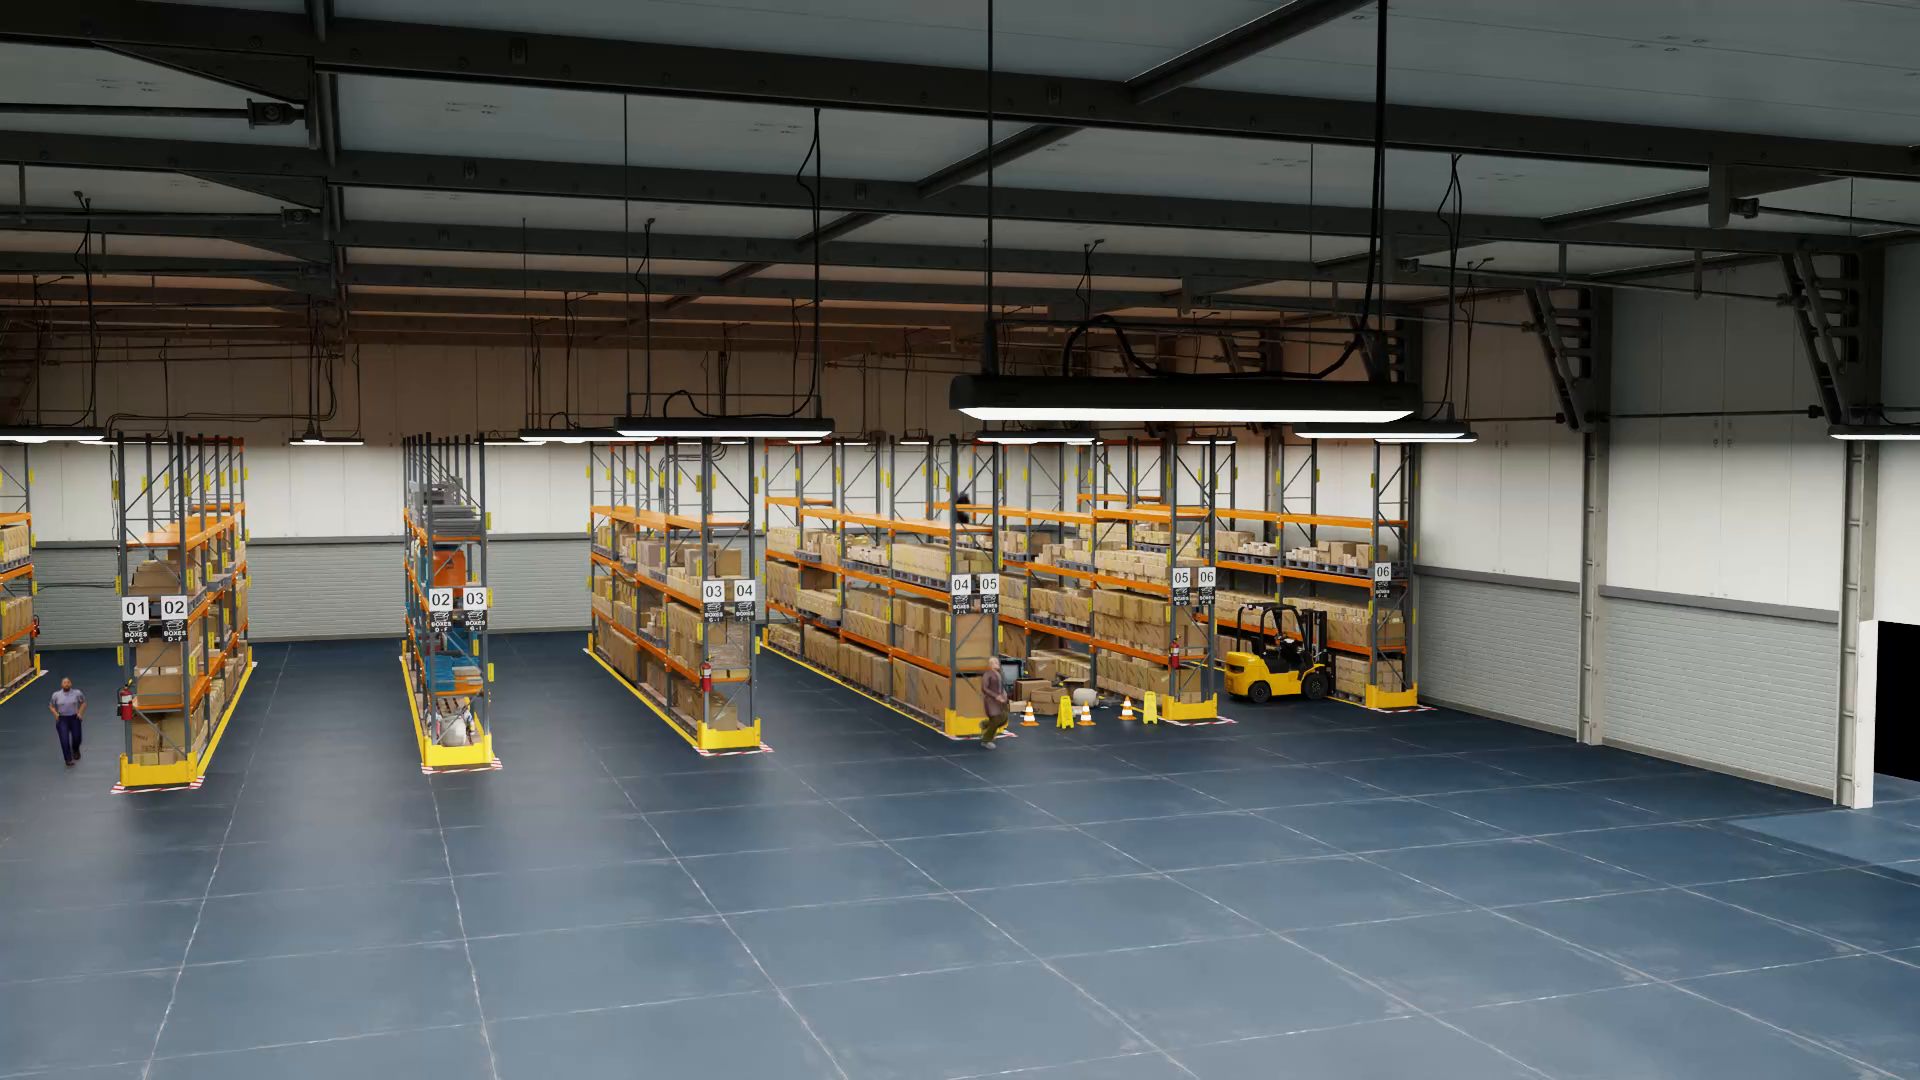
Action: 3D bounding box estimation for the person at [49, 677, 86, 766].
[{"bbox_3d":[-16.055,3.261,29.939,0.586,1.601,0.544,-2,4,-30],"label":"person"}]

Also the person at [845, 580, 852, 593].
[{"bbox_3d":[-3.391,2.058,50.372,0.955,1.720,0.660,-2,4,-32],"label":"person"}]

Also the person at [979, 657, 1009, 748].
[{"bbox_3d":[0.650,3.102,31.770,0.700,1.742,0.742,2,4,35],"label":"person"}]

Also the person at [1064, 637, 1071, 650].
[{"bbox_3d":[2.778,2.399,45.188,0.564,1.637,0.537,-1,3,-20],"label":"person"}]
